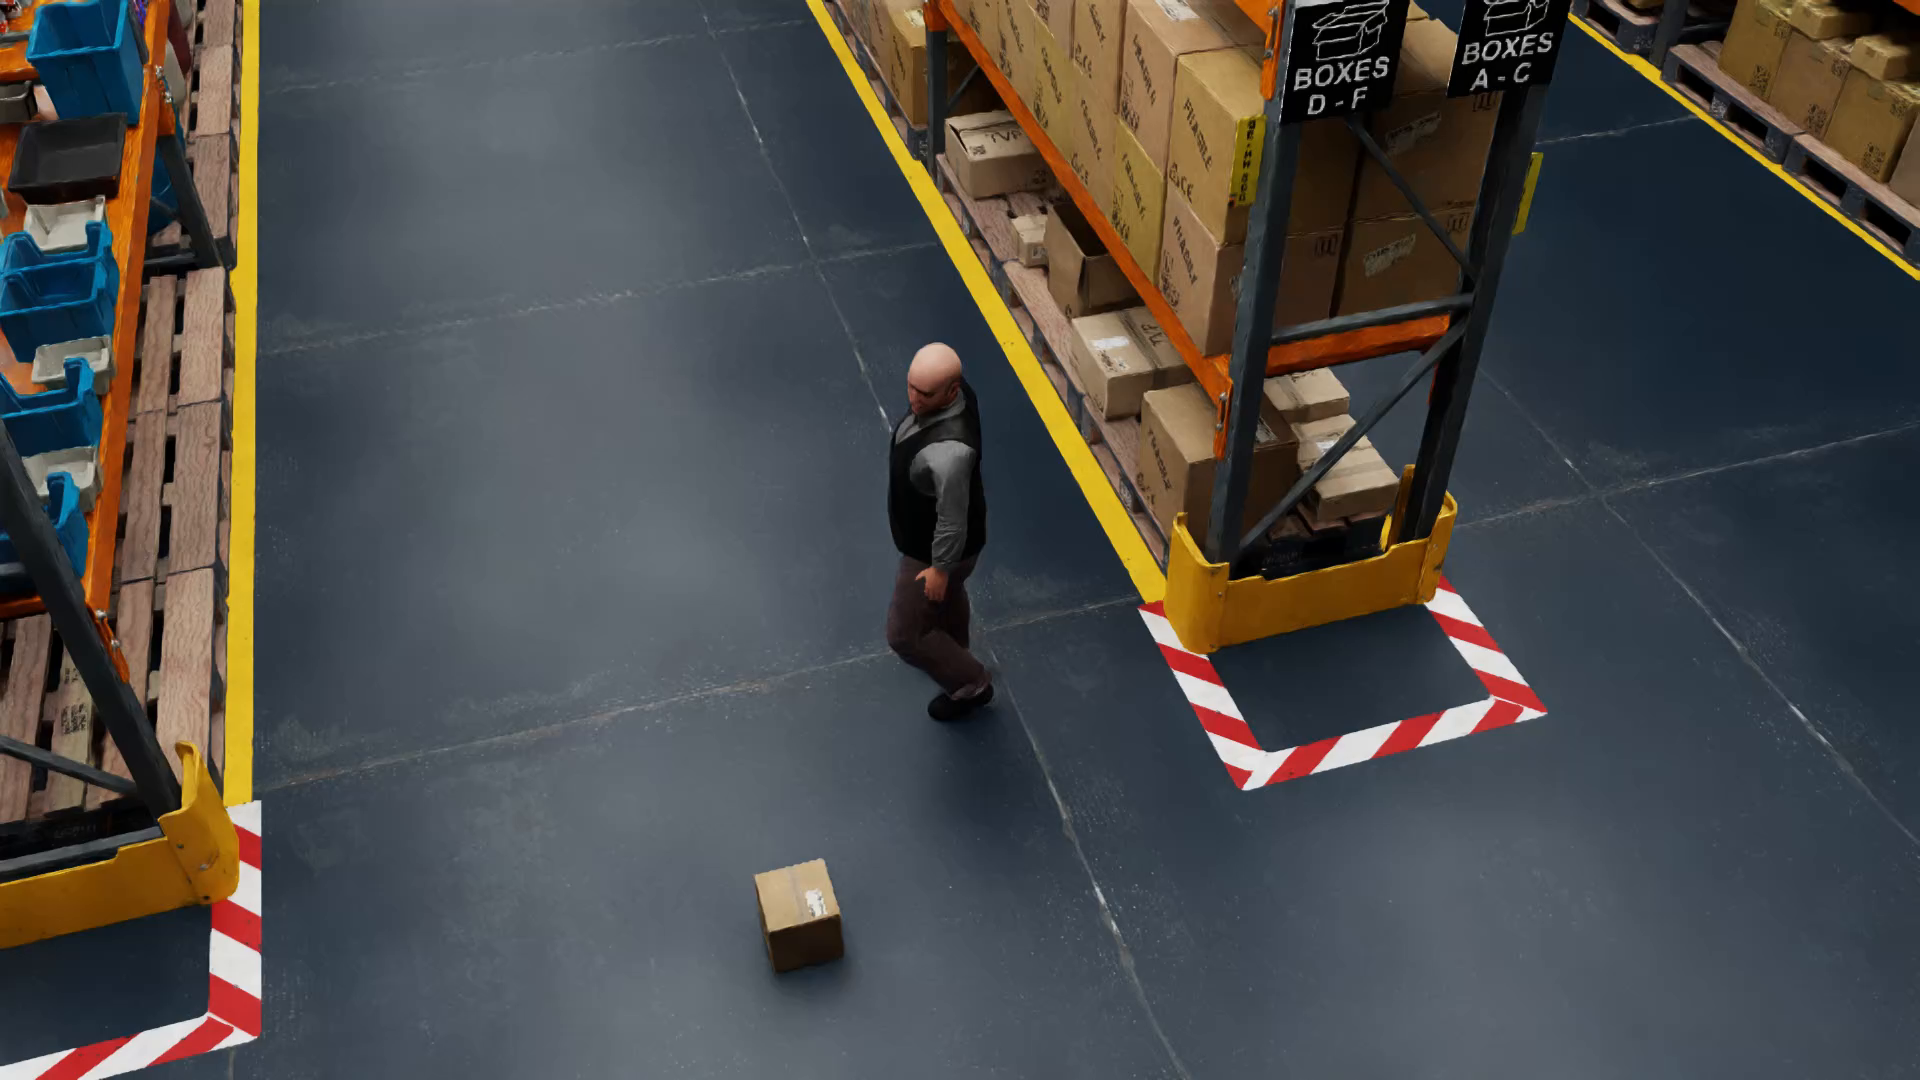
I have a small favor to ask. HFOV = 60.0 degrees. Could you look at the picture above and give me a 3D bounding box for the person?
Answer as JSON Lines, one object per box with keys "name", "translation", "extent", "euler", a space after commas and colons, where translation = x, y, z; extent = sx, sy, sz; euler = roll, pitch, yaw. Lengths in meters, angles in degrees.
{"name": "person", "translation": [-0.065, -0.024, 6.192], "extent": [0.411, 1.732, 0.575], "euler": [2, 42, 2]}
